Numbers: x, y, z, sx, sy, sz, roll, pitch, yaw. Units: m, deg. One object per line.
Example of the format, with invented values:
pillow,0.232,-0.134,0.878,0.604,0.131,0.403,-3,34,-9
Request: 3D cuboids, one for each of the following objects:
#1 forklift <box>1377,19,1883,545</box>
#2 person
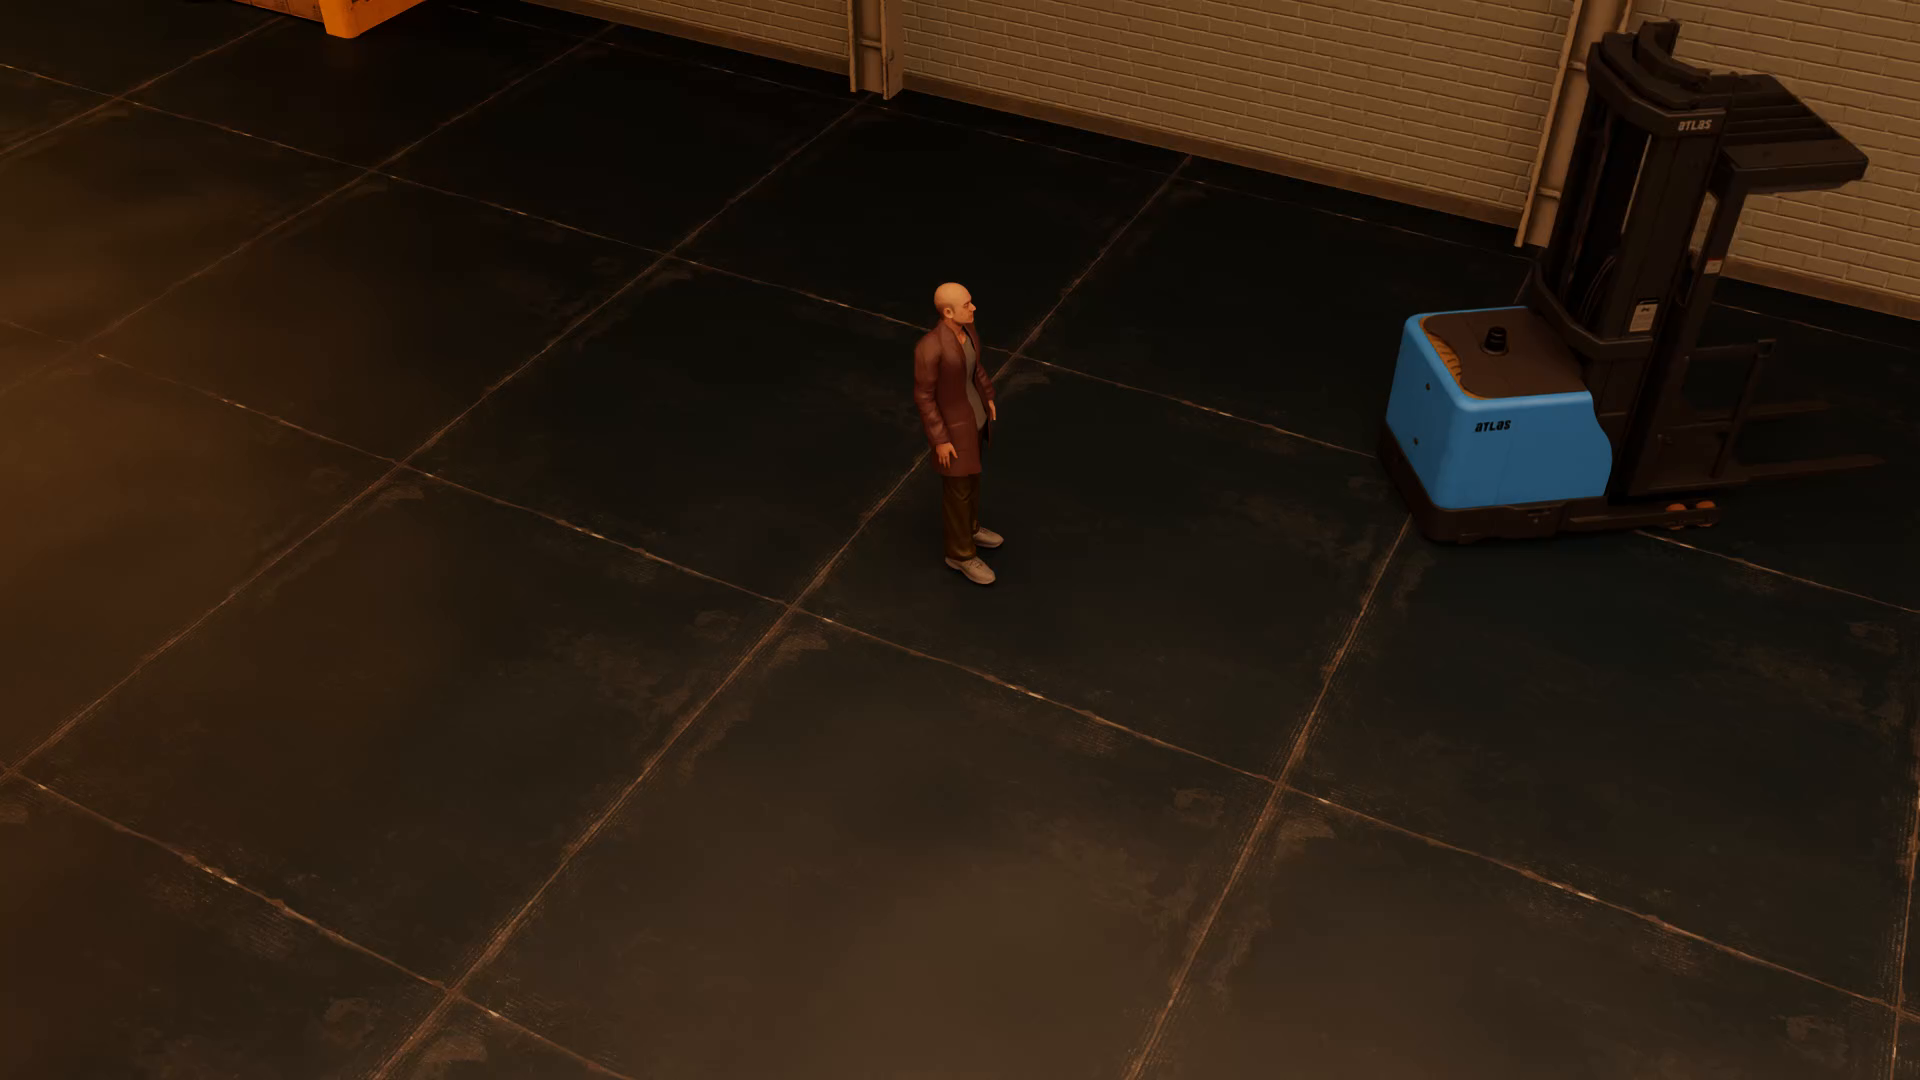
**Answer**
forklift,4.284,-1.518,9.789,3.031,2.935,1.130,-5,40,-6
person,0.078,-0.656,9.649,0.582,1.776,0.694,18,43,21
